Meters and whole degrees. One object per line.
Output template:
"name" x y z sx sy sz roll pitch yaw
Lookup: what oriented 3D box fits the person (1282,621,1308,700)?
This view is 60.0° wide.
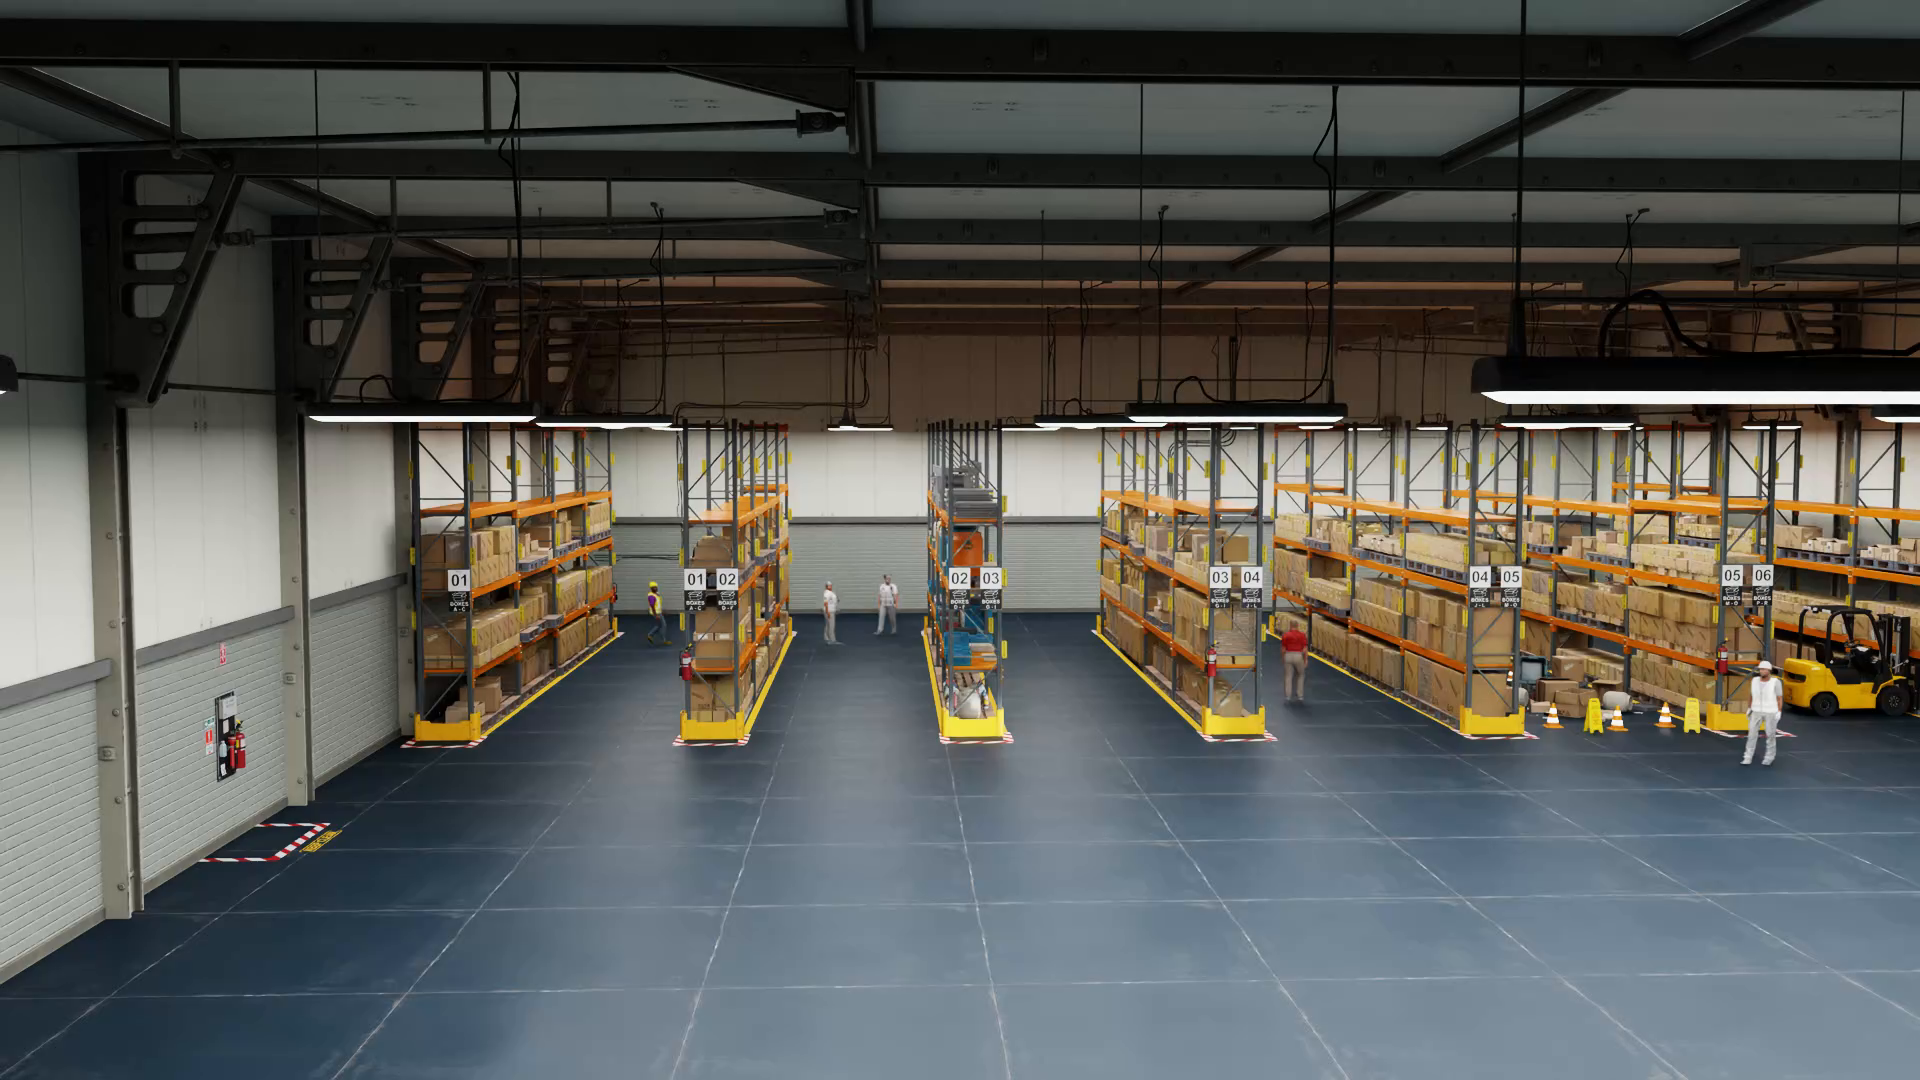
"person" 7.195 2.612 35.694 0.605 1.782 0.723 2 4 34

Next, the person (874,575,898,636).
"person" -2.102 1.844 47.103 0.710 1.736 0.978 1 4 22

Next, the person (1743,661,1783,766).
"person" 13.840 2.992 28.678 0.588 1.802 0.511 3 5 41

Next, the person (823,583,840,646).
"person" -3.390 1.977 43.964 0.481 1.666 0.538 0 4 6

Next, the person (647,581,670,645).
"person" -8.158 1.980 45.050 0.578 1.747 0.612 0 4 -4
